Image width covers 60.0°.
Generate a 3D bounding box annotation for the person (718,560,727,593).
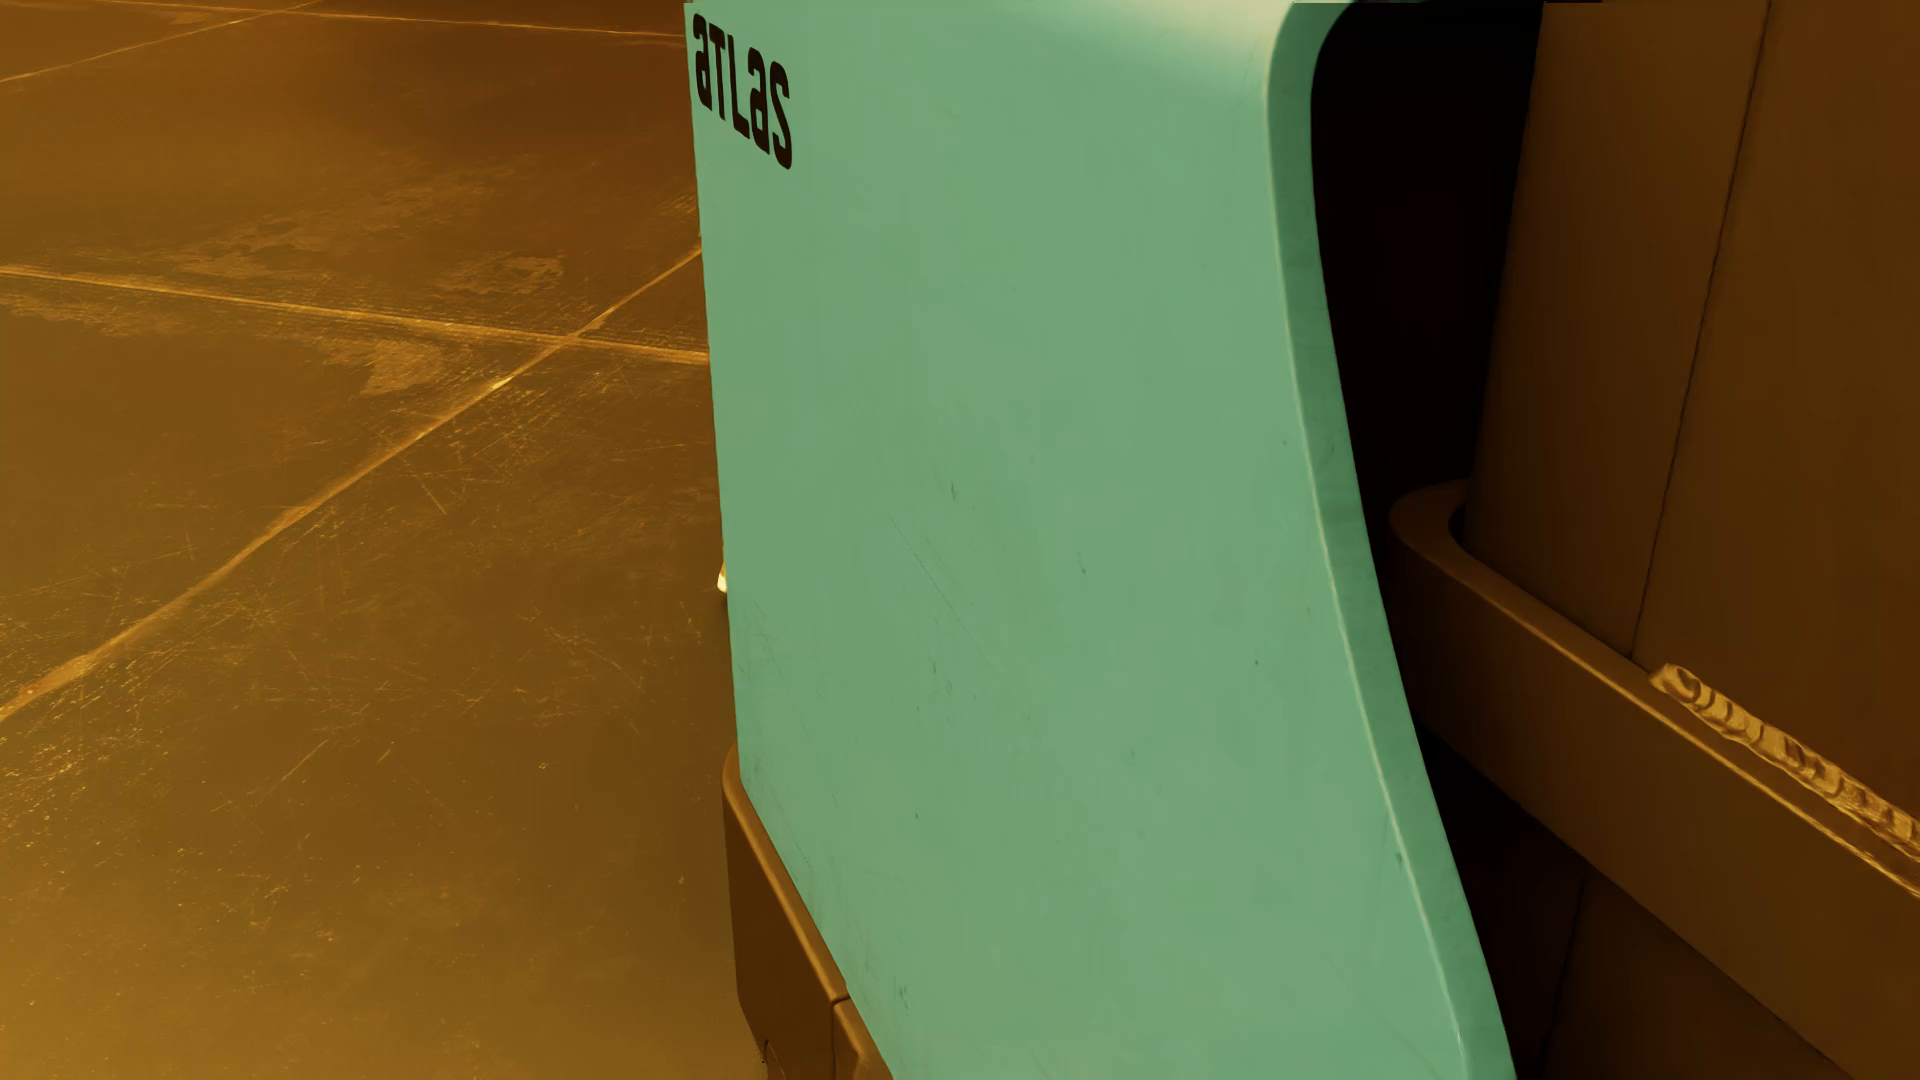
[{"bbox_3d":[-0.036,-0.685,2.076,0.519,1.591,0.474,8,28,16],"label":"person"}]
